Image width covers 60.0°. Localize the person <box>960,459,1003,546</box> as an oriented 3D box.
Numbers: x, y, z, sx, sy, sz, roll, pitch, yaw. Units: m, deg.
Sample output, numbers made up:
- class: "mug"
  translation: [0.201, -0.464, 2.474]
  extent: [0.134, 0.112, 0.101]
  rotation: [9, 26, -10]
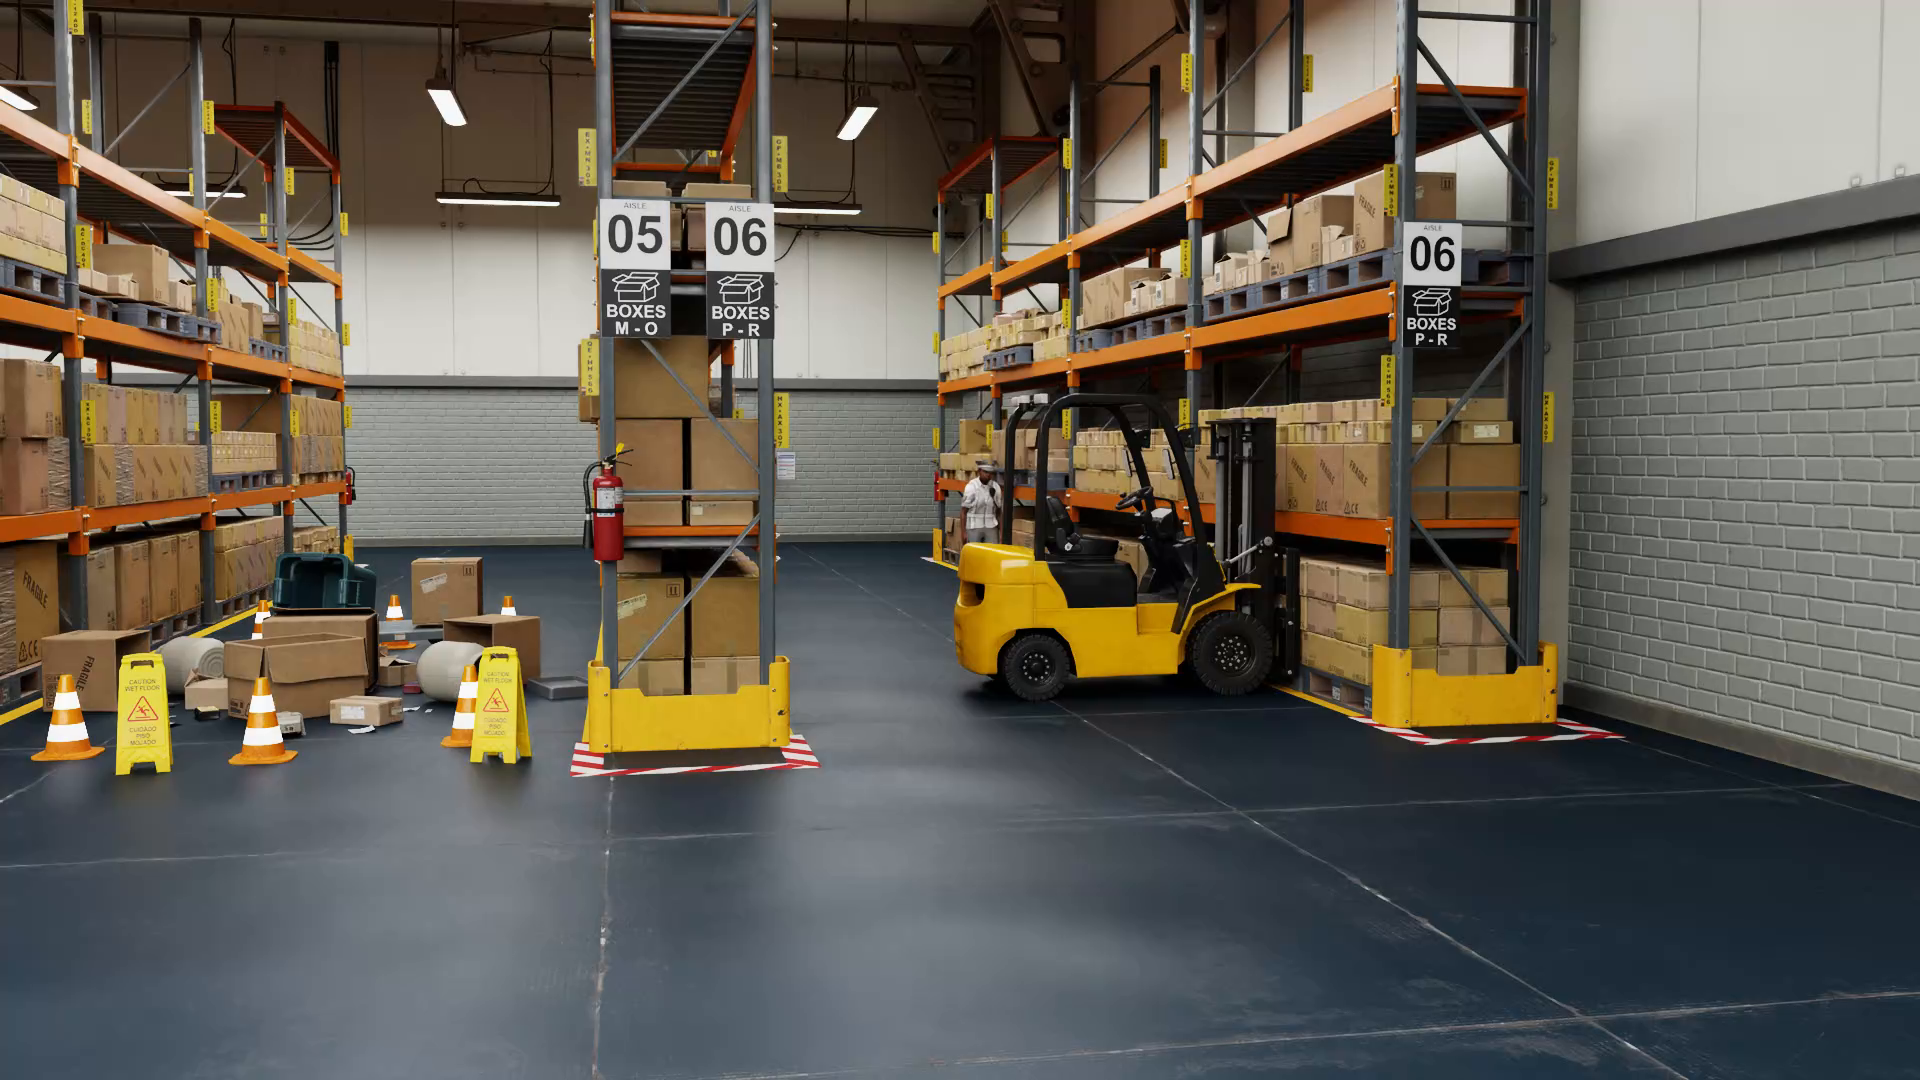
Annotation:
- class: "person"
  translation: [0.241, -0.066, 18.359]
  extent: [0.521, 1.659, 0.417]
  rotation: [-1, 3, -18]
